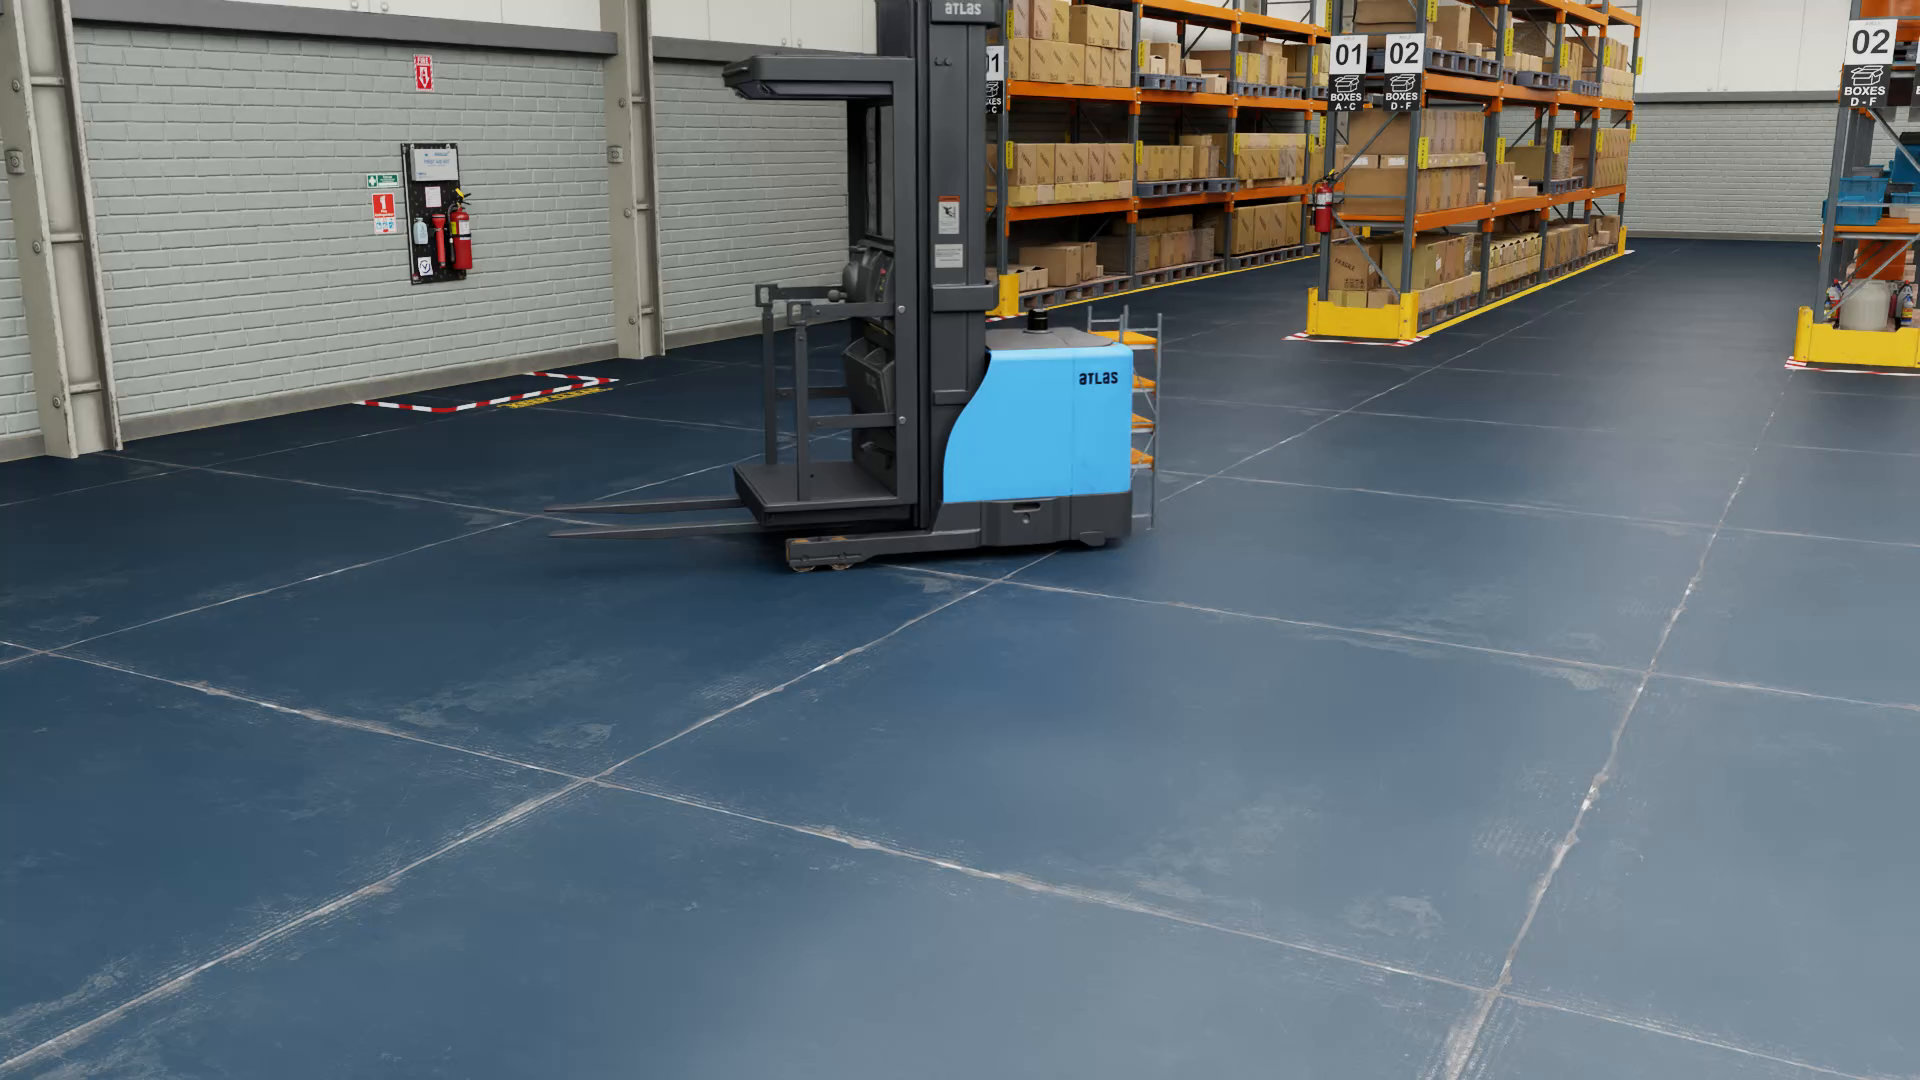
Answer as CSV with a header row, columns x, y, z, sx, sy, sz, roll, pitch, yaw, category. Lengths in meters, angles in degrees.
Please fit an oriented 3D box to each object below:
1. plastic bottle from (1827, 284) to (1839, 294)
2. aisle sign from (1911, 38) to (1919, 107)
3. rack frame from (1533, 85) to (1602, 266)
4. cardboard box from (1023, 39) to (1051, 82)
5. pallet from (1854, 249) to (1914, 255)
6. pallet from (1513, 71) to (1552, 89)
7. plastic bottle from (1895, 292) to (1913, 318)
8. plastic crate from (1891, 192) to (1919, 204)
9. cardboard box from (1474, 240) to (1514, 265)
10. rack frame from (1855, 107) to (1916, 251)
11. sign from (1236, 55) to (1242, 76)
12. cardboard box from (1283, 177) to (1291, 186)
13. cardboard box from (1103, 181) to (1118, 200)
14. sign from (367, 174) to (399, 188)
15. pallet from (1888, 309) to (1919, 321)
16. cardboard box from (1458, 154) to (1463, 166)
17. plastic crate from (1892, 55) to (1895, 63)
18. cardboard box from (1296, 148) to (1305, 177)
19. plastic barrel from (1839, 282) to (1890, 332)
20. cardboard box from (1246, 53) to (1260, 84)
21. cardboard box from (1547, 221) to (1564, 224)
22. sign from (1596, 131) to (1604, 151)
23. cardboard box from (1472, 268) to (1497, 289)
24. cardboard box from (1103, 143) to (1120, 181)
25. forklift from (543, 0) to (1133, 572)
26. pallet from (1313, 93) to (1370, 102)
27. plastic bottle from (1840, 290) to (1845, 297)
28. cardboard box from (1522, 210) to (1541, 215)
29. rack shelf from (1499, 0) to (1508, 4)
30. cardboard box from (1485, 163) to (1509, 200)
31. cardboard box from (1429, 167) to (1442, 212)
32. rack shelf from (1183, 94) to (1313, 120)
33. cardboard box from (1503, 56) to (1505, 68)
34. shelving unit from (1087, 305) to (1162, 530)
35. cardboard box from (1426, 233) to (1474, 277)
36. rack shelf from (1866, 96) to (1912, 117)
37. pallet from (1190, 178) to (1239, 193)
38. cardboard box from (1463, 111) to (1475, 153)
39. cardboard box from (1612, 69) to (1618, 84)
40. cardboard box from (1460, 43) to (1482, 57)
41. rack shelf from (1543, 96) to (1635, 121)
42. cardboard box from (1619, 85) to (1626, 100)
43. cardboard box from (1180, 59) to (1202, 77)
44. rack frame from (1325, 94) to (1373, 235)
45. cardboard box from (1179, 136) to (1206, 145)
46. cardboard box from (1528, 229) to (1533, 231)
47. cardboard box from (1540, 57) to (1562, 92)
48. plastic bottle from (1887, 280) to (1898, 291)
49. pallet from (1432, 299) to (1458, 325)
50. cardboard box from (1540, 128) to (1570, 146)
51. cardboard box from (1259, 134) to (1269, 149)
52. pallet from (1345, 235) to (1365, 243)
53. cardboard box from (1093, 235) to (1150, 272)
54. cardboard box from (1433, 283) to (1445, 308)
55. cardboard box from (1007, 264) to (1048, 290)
x,y,z,sx,sy,sz,roll,pitch,yaw,category
9.584,-2.634,18.273,0.144,0.351,0.185,8,16,30,plastic bottle
9.012,-4.386,15.279,0.394,0.787,0.004,7,15,28,aisle sign
10.257,-6.194,28.326,1.000,3.000,0.127,7,15,28,rack frame
0.789,-5.956,20.681,0.500,0.500,0.500,9,16,32,cardboard box
16.093,-4.932,29.042,1.003,0.211,1.213,7,15,28,pallet
7.536,-6.361,23.020,1.003,0.211,1.213,8,16,31,pallet
10.334,-2.577,18.197,0.152,0.276,0.135,8,16,29,plastic bottle
10.427,-3.661,18.135,0.499,0.251,0.616,7,15,28,plastic crate
7.304,-3.958,22.825,0.500,0.311,0.500,7,15,26,cardboard box
16.525,-6.453,29.399,1.000,3.000,0.127,7,15,28,rack frame
4.459,-7.582,26.578,0.100,0.325,0.005,7,15,28,sign
5.661,-6.377,29.580,0.380,0.149,0.250,7,15,28,cardboard box
1.840,-4.817,22.892,0.500,0.250,0.500,7,15,28,cardboard box
-4.777,-2.974,13.761,0.001,0.109,0.331,7,15,28,sign
10.363,-2.502,18.962,1.003,0.211,1.213,7,15,28,pallet
5.831,-4.576,20.018,0.380,0.149,0.250,8,16,30,cardboard box
9.723,-5.053,17.645,0.336,0.188,0.450,7,15,28,plastic crate
5.917,-6.834,30.091,0.500,0.500,0.500,7,15,27,cardboard box
9.042,-2.309,16.621,0.421,0.512,0.421,0,14,0,plastic barrel
4.659,-7.987,28.212,0.700,0.500,0.500,8,16,31,cardboard box
10.284,-5.342,29.186,0.500,0.500,0.500,7,15,28,cardboard box
10.745,-6.695,27.933,0.100,0.325,0.005,7,15,28,sign
6.802,-3.475,22.018,0.500,0.250,0.500,7,15,27,cardboard box
1.858,-5.180,22.795,0.500,0.500,0.500,7,15,28,cardboard box
-0.658,-1.399,8.584,3.031,2.935,1.130,-4,14,-15,forklift
7.503,-8.837,33.078,1.003,0.211,1.213,7,15,28,pallet
9.816,-2.624,18.392,0.152,0.276,0.135,7,15,28,plastic bottle
9.327,-5.281,27.331,0.500,0.250,0.500,7,15,28,cardboard box
5.423,-6.515,19.244,1.077,0.370,4.000,7,15,28,rack shelf
7.272,-4.968,23.027,0.500,0.500,0.500,7,15,28,cardboard box
5.188,-4.085,19.363,0.700,0.500,0.500,7,15,28,cardboard box
4.952,-7.453,28.682,1.077,0.370,4.000,7,15,28,rack shelf
6.959,-6.381,22.123,0.500,0.250,0.500,6,15,23,cardboard box
0.907,-0.690,9.335,0.258,1.200,0.503,-4,14,-16,shelving unit
6.105,-3.564,20.786,0.500,0.500,0.500,7,15,28,cardboard box
13.625,-6.330,24.026,1.077,0.370,4.000,7,15,28,rack shelf
3.734,-5.682,26.613,1.213,0.211,1.003,7,15,28,pallet
5.938,-5.036,20.543,0.700,0.500,0.500,7,15,28,cardboard box
11.202,-8.098,29.077,0.500,0.250,0.500,7,15,28,cardboard box
6.046,-5.883,19.975,0.380,0.149,0.250,7,15,28,cardboard box
11.224,-7.713,29.761,1.077,0.370,4.000,7,15,28,rack shelf
11.692,-8.059,29.983,0.500,0.250,0.500,7,15,28,cardboard box
3.278,-7.197,25.821,0.797,0.503,0.637,10,17,36,cardboard box
7.853,-7.575,34.055,1.000,3.000,0.127,7,15,28,rack frame
3.702,-6.370,26.519,0.380,0.149,0.250,5,14,19,cardboard box
8.821,-4.697,26.510,0.500,0.500,0.500,7,15,26,cardboard box
8.505,-6.974,24.946,0.910,0.500,0.500,7,15,28,cardboard box
10.539,-2.768,18.830,0.144,0.351,0.185,7,15,28,plastic bottle
5.380,-2.788,20.146,1.003,0.211,1.213,7,15,28,pallet
10.275,-6.862,28.749,0.500,0.500,0.500,7,15,28,cardboard box
4.928,-6.779,28.260,0.500,0.250,0.500,7,15,28,cardboard box
7.535,-6.047,33.665,1.003,0.211,1.213,7,15,28,pallet
2.393,-4.265,24.718,0.700,0.500,0.500,8,16,30,cardboard box
5.391,-2.890,19.591,0.500,0.250,0.500,7,15,28,cardboard box
0.807,-3.448,21.734,0.500,0.311,0.500,9,16,33,cardboard box
